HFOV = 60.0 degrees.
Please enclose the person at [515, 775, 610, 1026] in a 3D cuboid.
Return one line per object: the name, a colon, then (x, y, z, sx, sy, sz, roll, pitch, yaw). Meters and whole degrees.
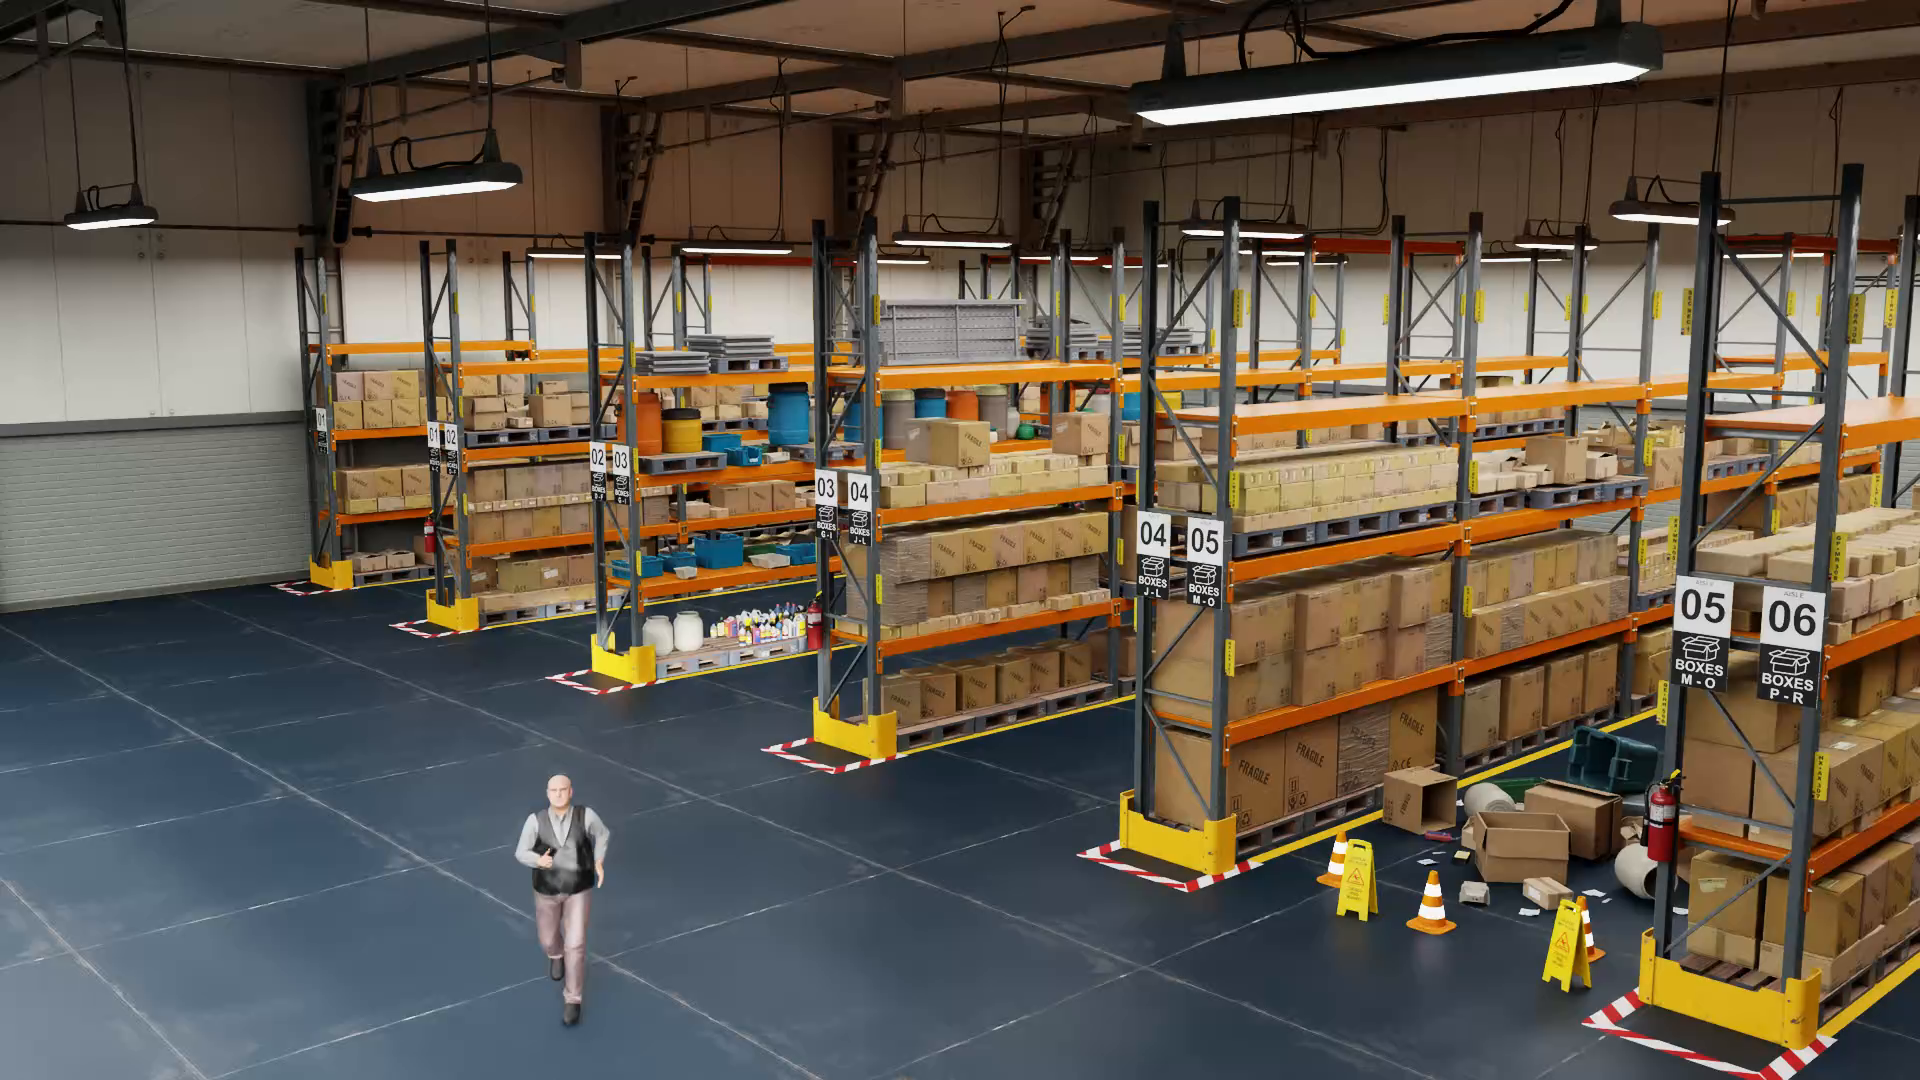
person: (-2.880, 2.544, 12.089, 0.661, 1.697, 0.963, -1, 8, -9)
